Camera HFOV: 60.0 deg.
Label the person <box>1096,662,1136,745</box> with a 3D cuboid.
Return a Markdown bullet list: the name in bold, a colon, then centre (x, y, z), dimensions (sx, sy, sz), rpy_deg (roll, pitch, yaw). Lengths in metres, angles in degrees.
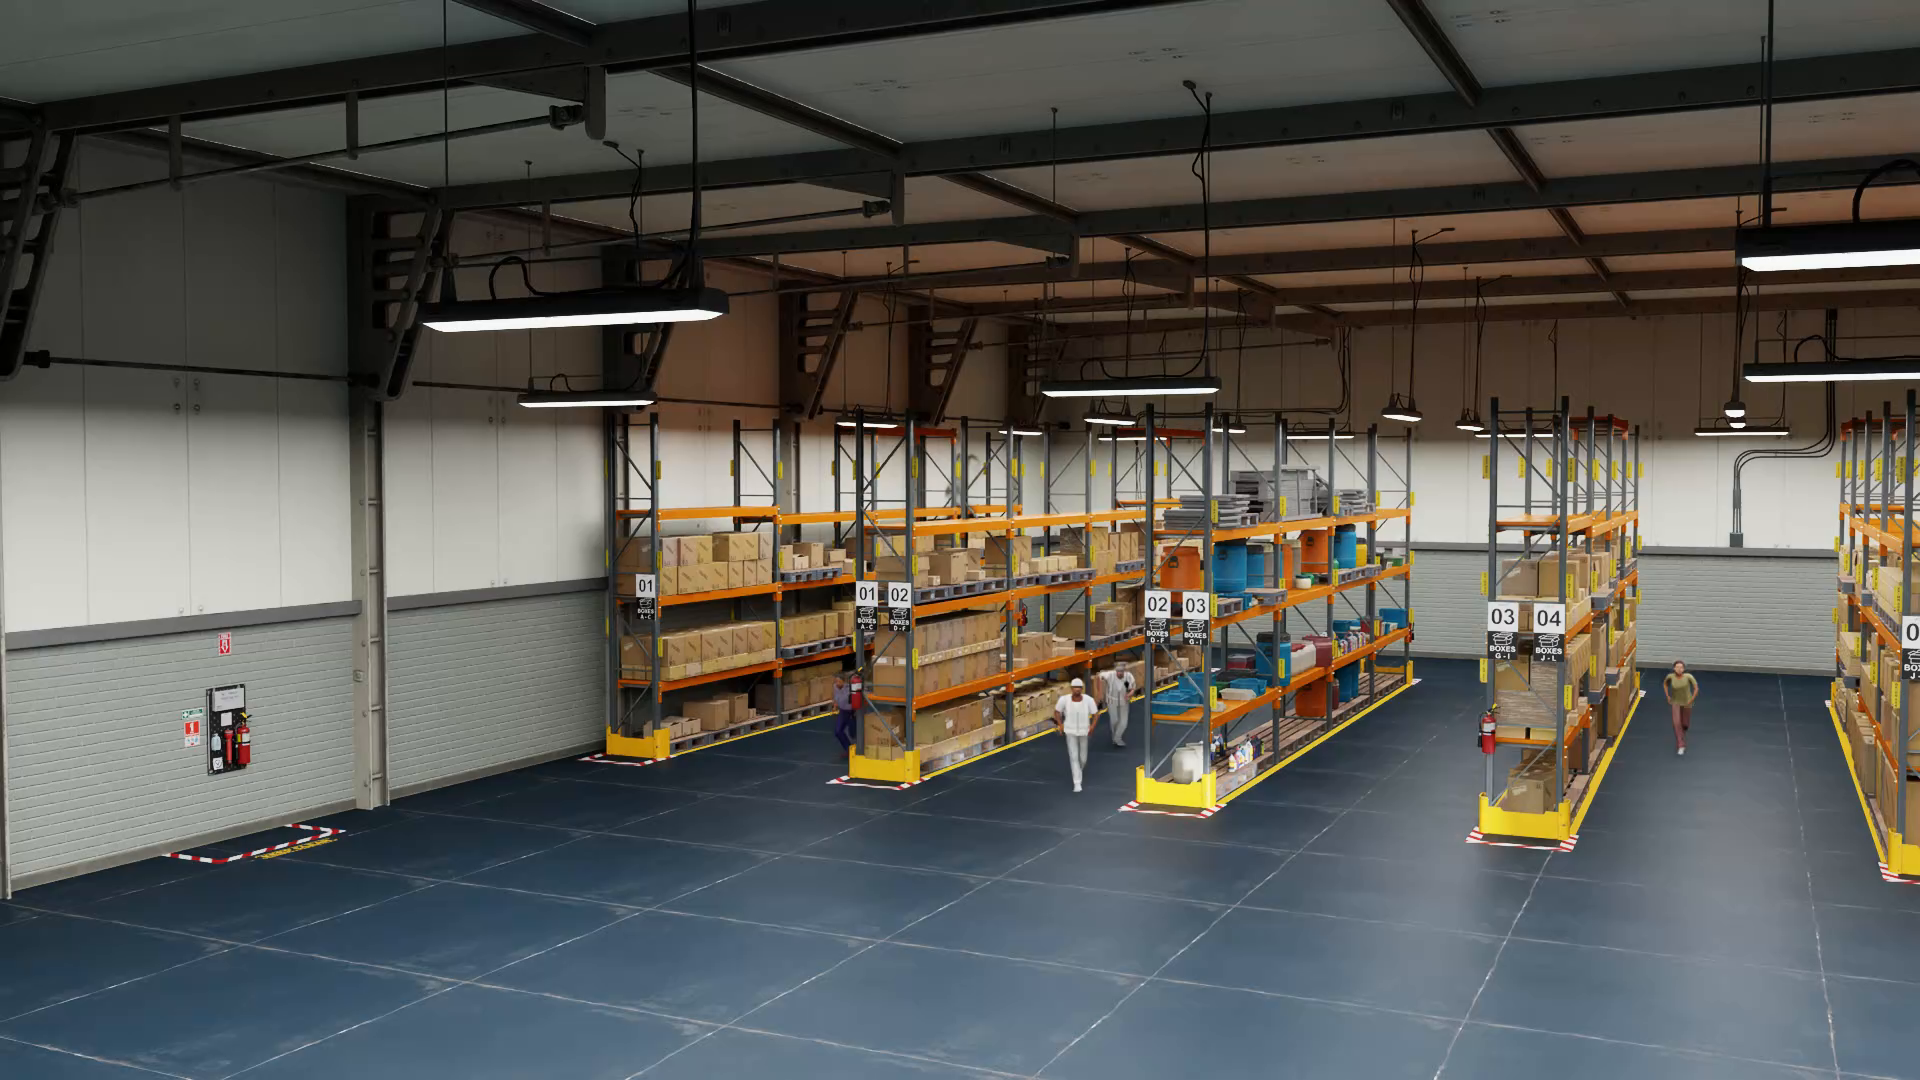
- **person**: centre (2.814, 2.956, 30.008), dimensions (0.695, 1.571, 0.890), rpy_deg (0, 2, -1)

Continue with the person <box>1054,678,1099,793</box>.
- **person**: centre (1.837, 3.036, 26.194), dimensions (0.686, 1.749, 0.863), rpy_deg (0, 2, -3)

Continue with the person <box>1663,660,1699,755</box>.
- **person**: centre (12.828, 2.955, 29.611), dimensions (0.581, 1.661, 0.939), rpy_deg (1, 3, 23)

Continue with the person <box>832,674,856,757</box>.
- **person**: centre (-1.901, 3.052, 29.161), dimensions (0.614, 1.487, 0.923), rpy_deg (1, 3, 29)
